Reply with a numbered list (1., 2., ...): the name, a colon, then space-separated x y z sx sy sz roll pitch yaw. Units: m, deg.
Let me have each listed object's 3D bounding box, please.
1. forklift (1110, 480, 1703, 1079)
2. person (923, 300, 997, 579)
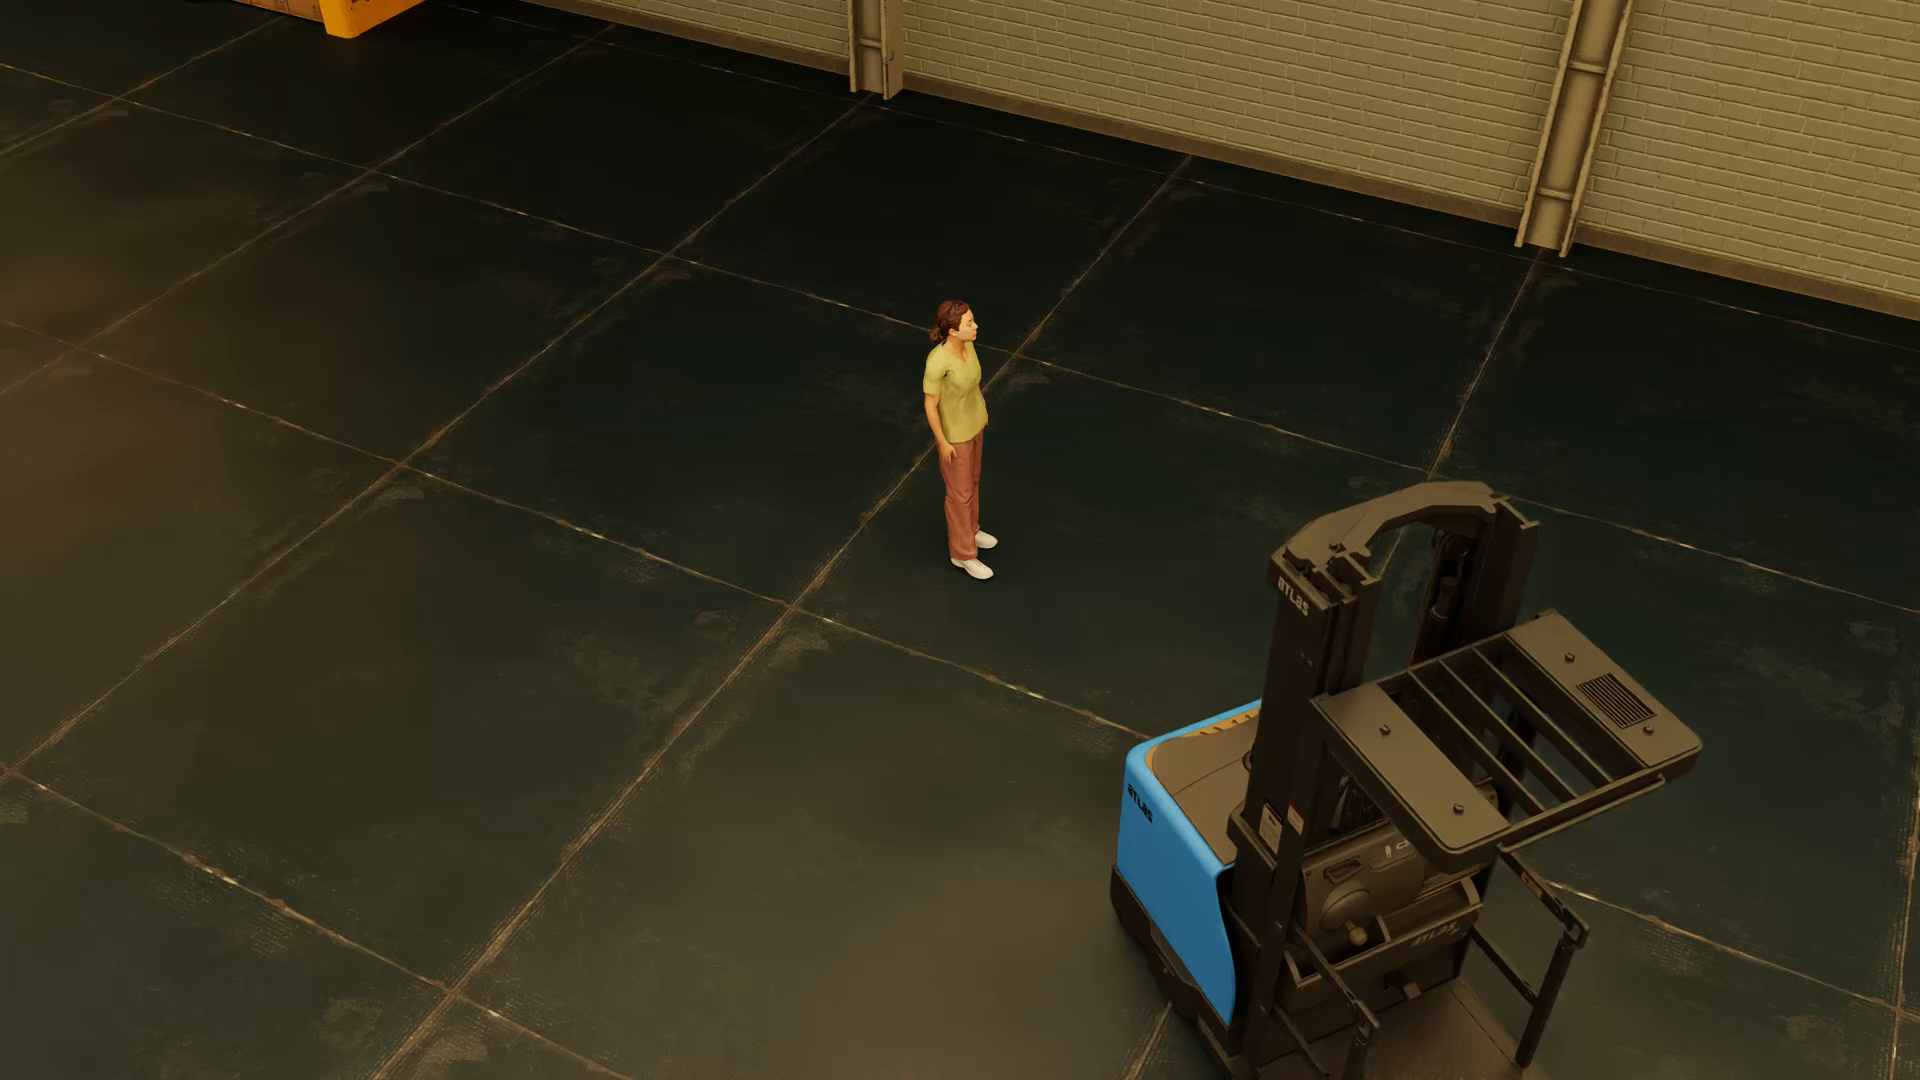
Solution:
1. forklift: 1.826 1.360 6.372 1.130 2.935 3.031 -17 43 -19
2. person: 0.060 -0.618 9.683 0.549 1.675 0.553 18 43 21
